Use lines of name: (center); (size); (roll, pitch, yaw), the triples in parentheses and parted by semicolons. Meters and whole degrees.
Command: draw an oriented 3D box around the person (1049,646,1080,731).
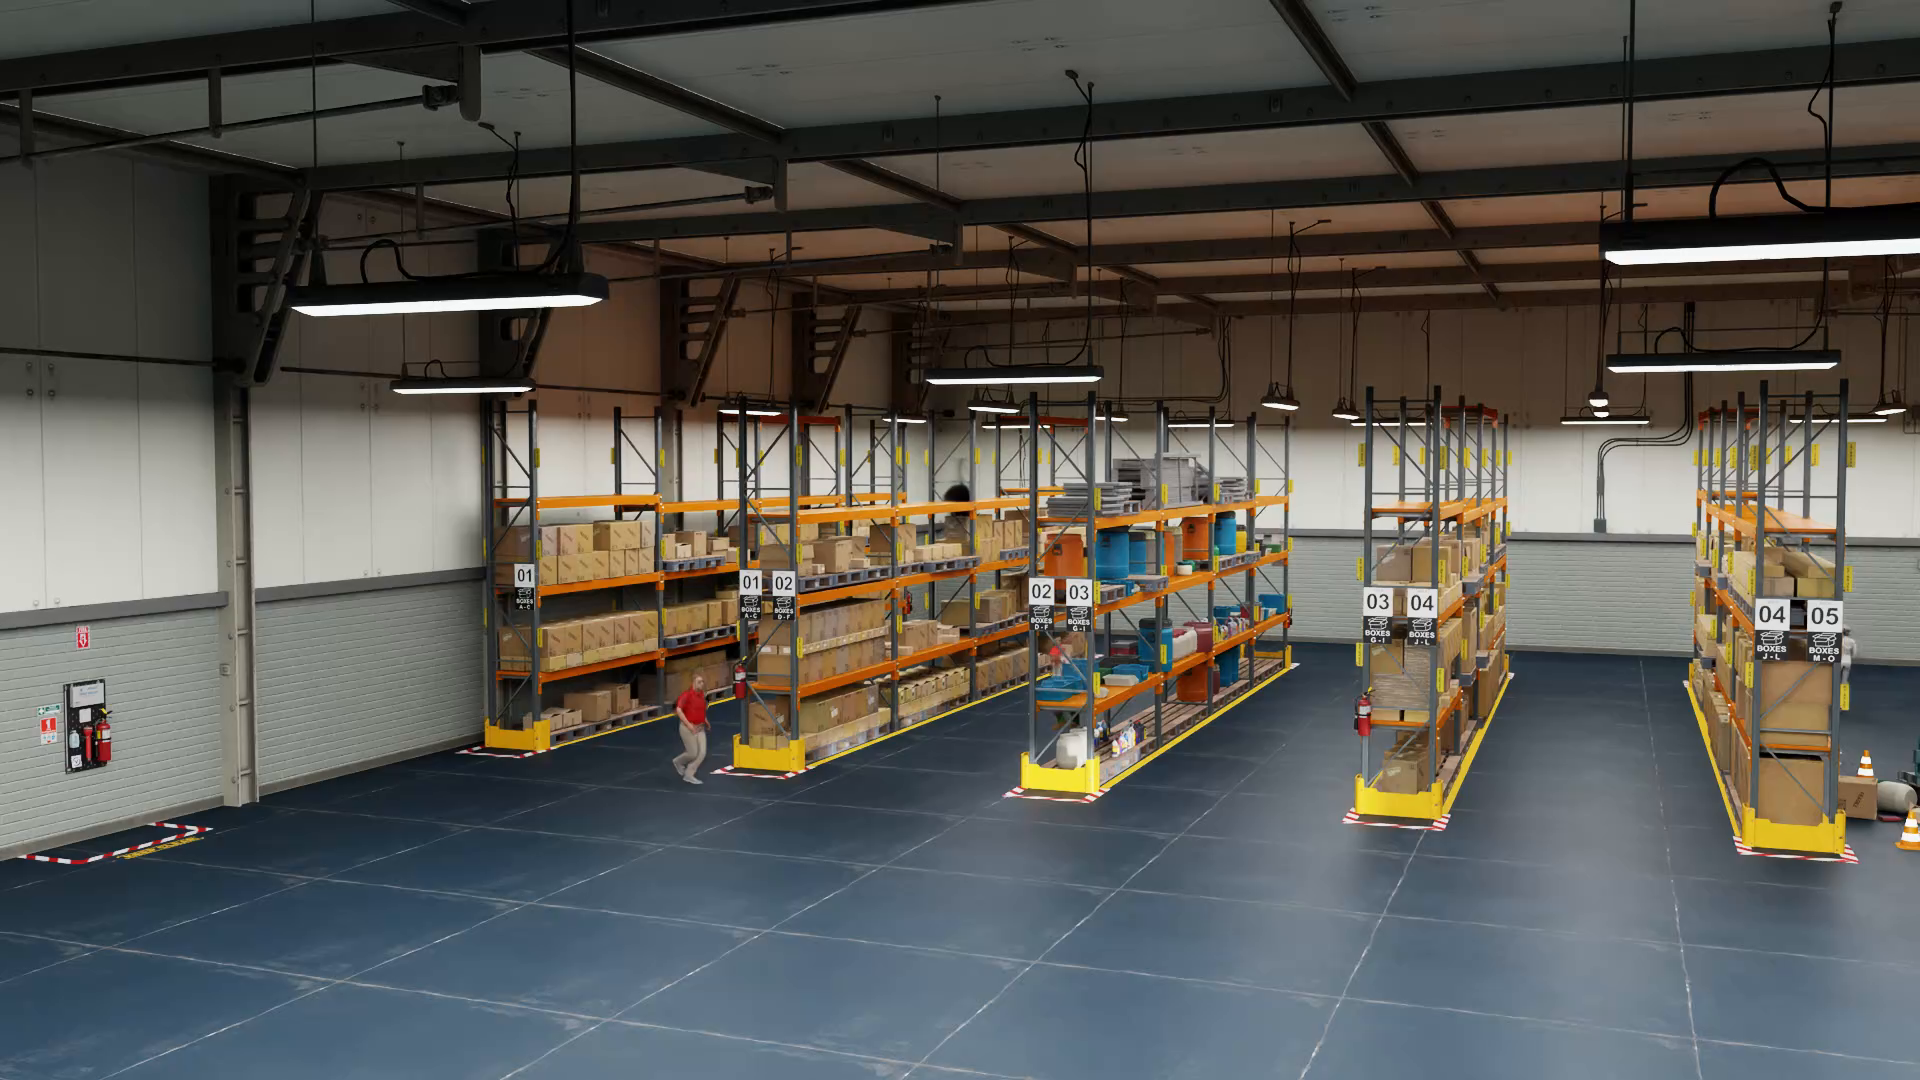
person: (1.906, 2.690, 30.350); (0.663, 1.571, 1.114); (2, 4, 41)

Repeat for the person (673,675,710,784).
person: (-4.175, 2.905, 25.652); (0.534, 1.667, 0.651); (2, 3, 36)

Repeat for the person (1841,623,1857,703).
person: (17.602, 2.523, 33.130); (0.607, 1.696, 0.885); (0, 3, 3)
